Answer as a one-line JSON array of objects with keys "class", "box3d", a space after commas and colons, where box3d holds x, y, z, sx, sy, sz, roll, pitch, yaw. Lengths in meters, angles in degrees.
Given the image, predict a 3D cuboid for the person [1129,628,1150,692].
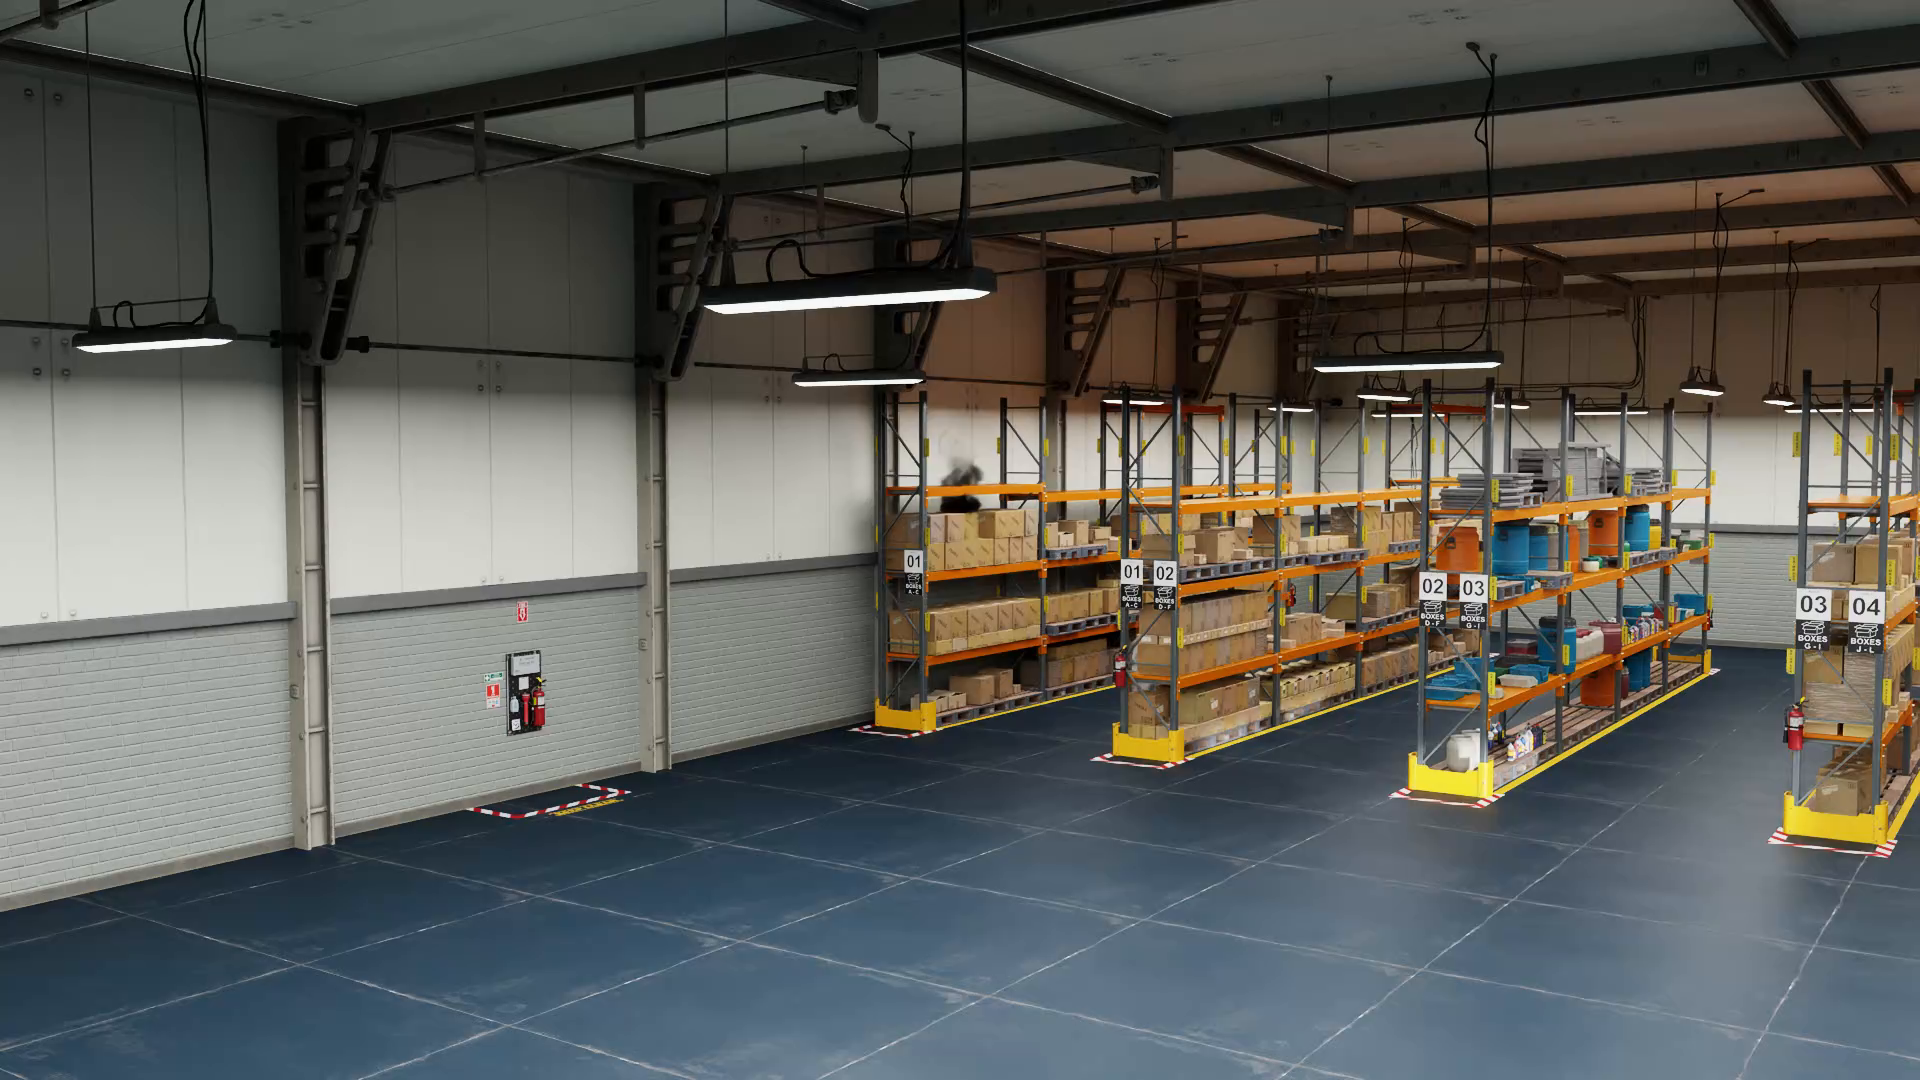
[{"class": "person", "box3d": [3.321, 2.429, 30.261, 0.667, 1.763, 0.860, 1, 3, 21]}]
